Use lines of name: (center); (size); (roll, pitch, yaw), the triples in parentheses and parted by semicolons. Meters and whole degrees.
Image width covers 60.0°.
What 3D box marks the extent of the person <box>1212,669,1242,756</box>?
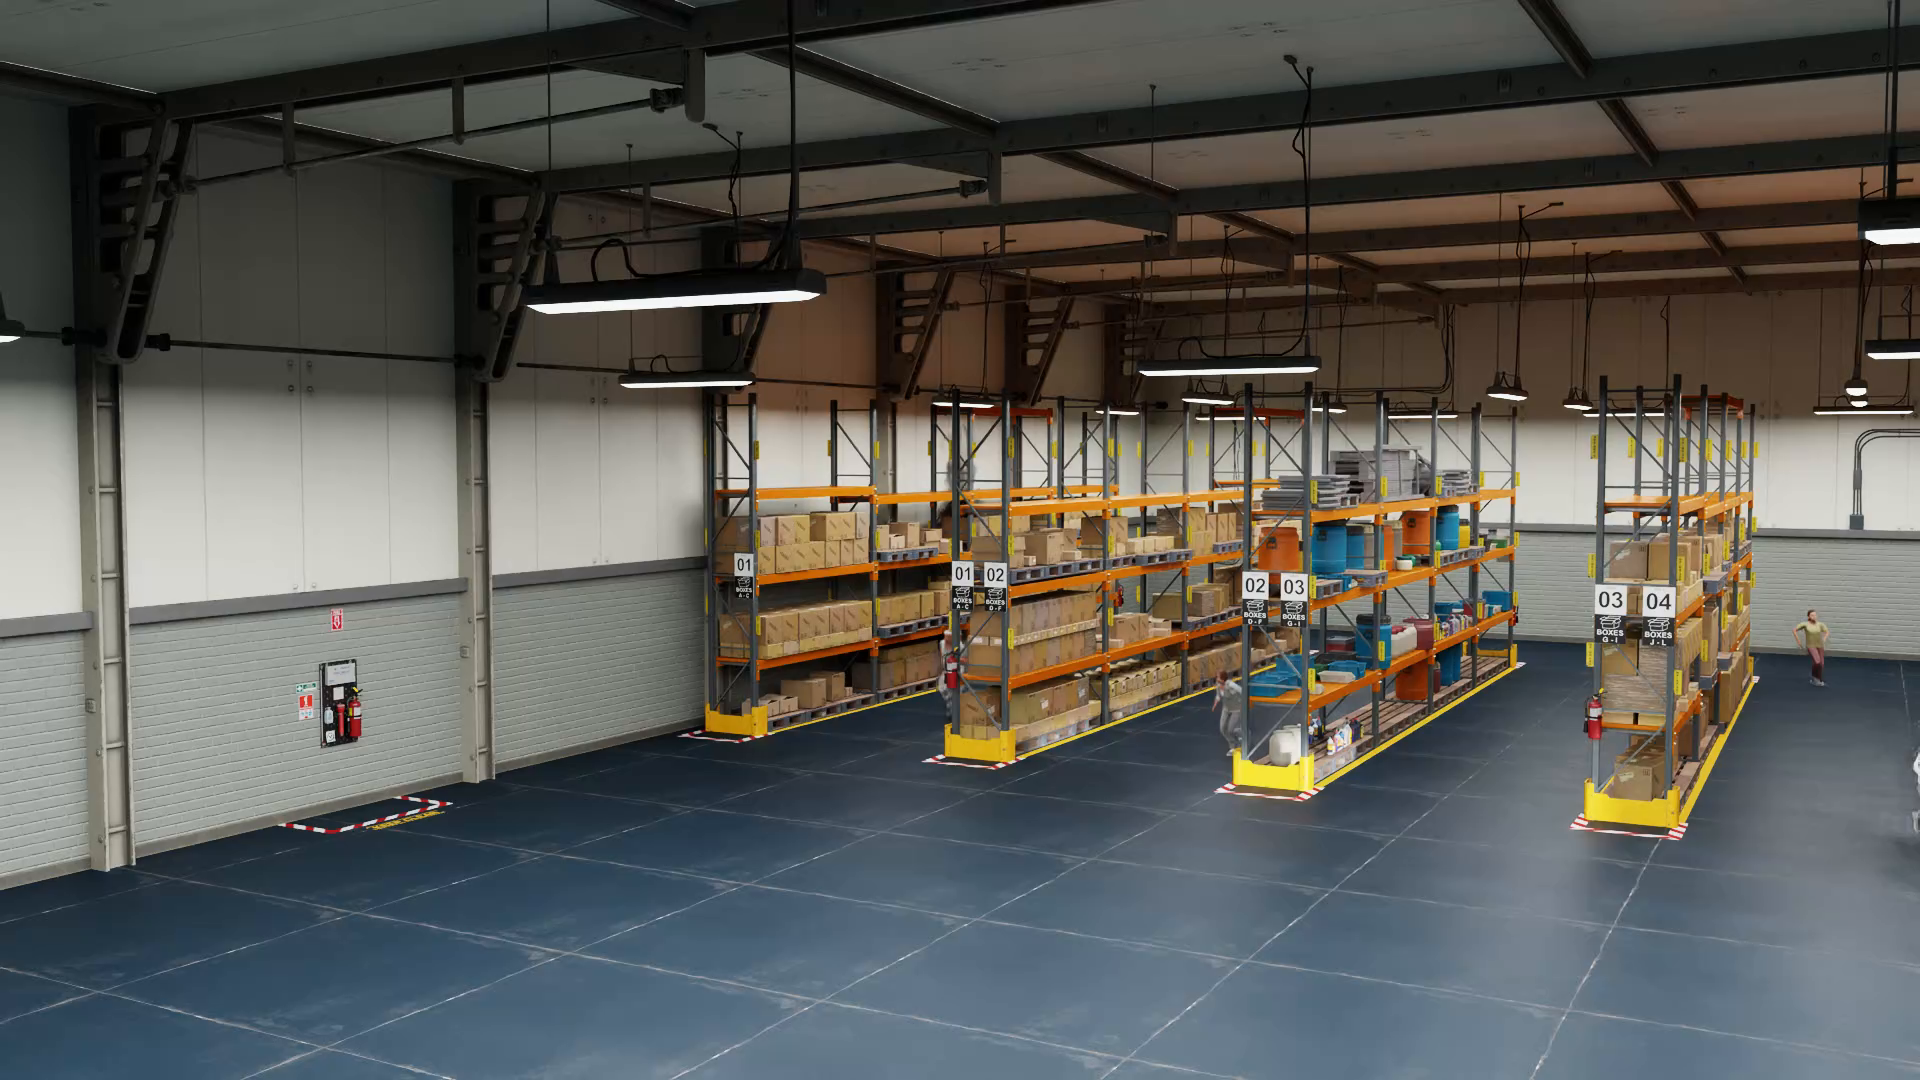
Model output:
person: (4.491, 2.820, 27.288); (0.800, 1.448, 0.562); (-3, 4, -43)

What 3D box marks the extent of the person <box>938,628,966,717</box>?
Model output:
person: (-0.151, 2.460, 30.753); (0.643, 1.700, 0.885); (1, 3, 21)

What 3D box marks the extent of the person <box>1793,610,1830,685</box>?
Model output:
person: (18.088, 2.281, 35.249); (0.660, 1.613, 0.626); (0, 3, 2)

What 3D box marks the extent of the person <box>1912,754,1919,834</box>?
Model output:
person: (12.089, 3.086, 20.665); (0.595, 1.632, 0.719); (0, 3, -1)
